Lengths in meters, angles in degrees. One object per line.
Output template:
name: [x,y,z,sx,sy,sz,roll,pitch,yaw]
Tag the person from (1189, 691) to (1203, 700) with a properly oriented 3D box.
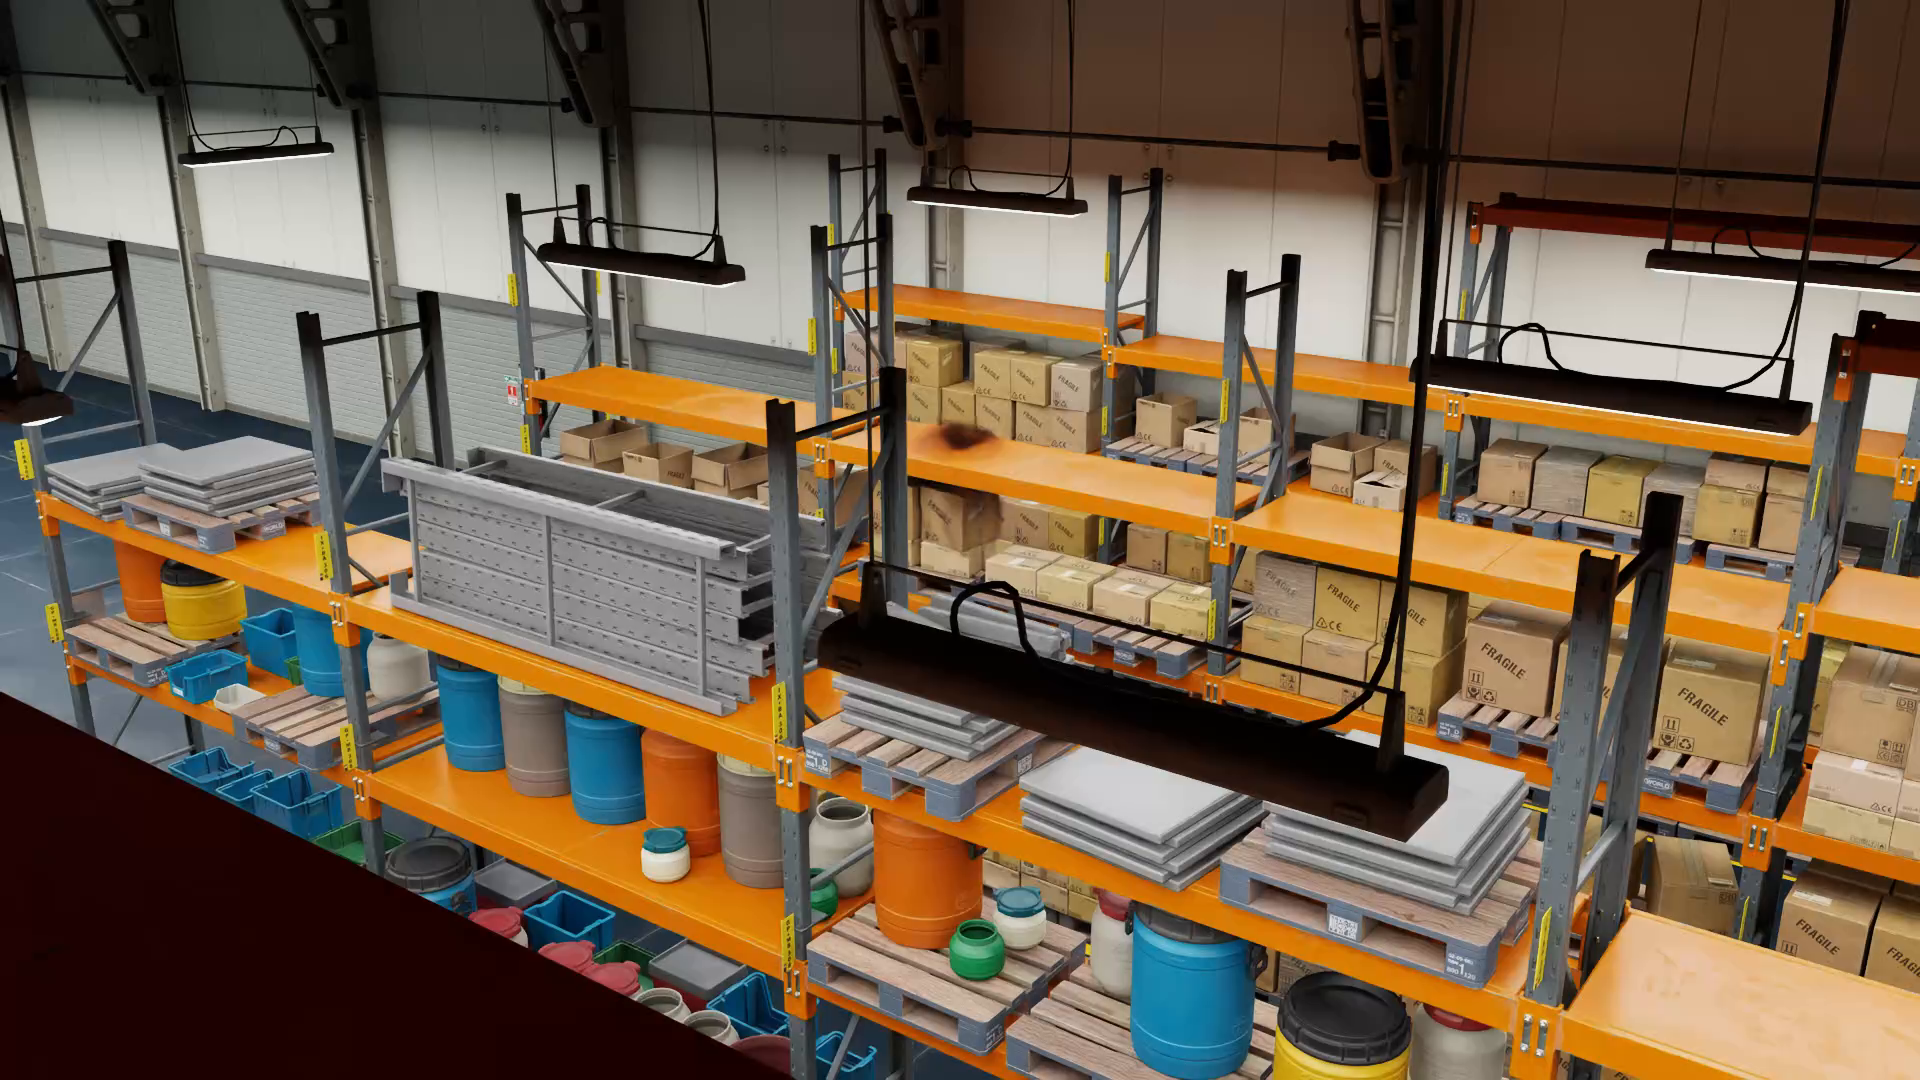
person: [2.222,2.158,16.166,0.471,1.610,0.451,-17,25,-42]
